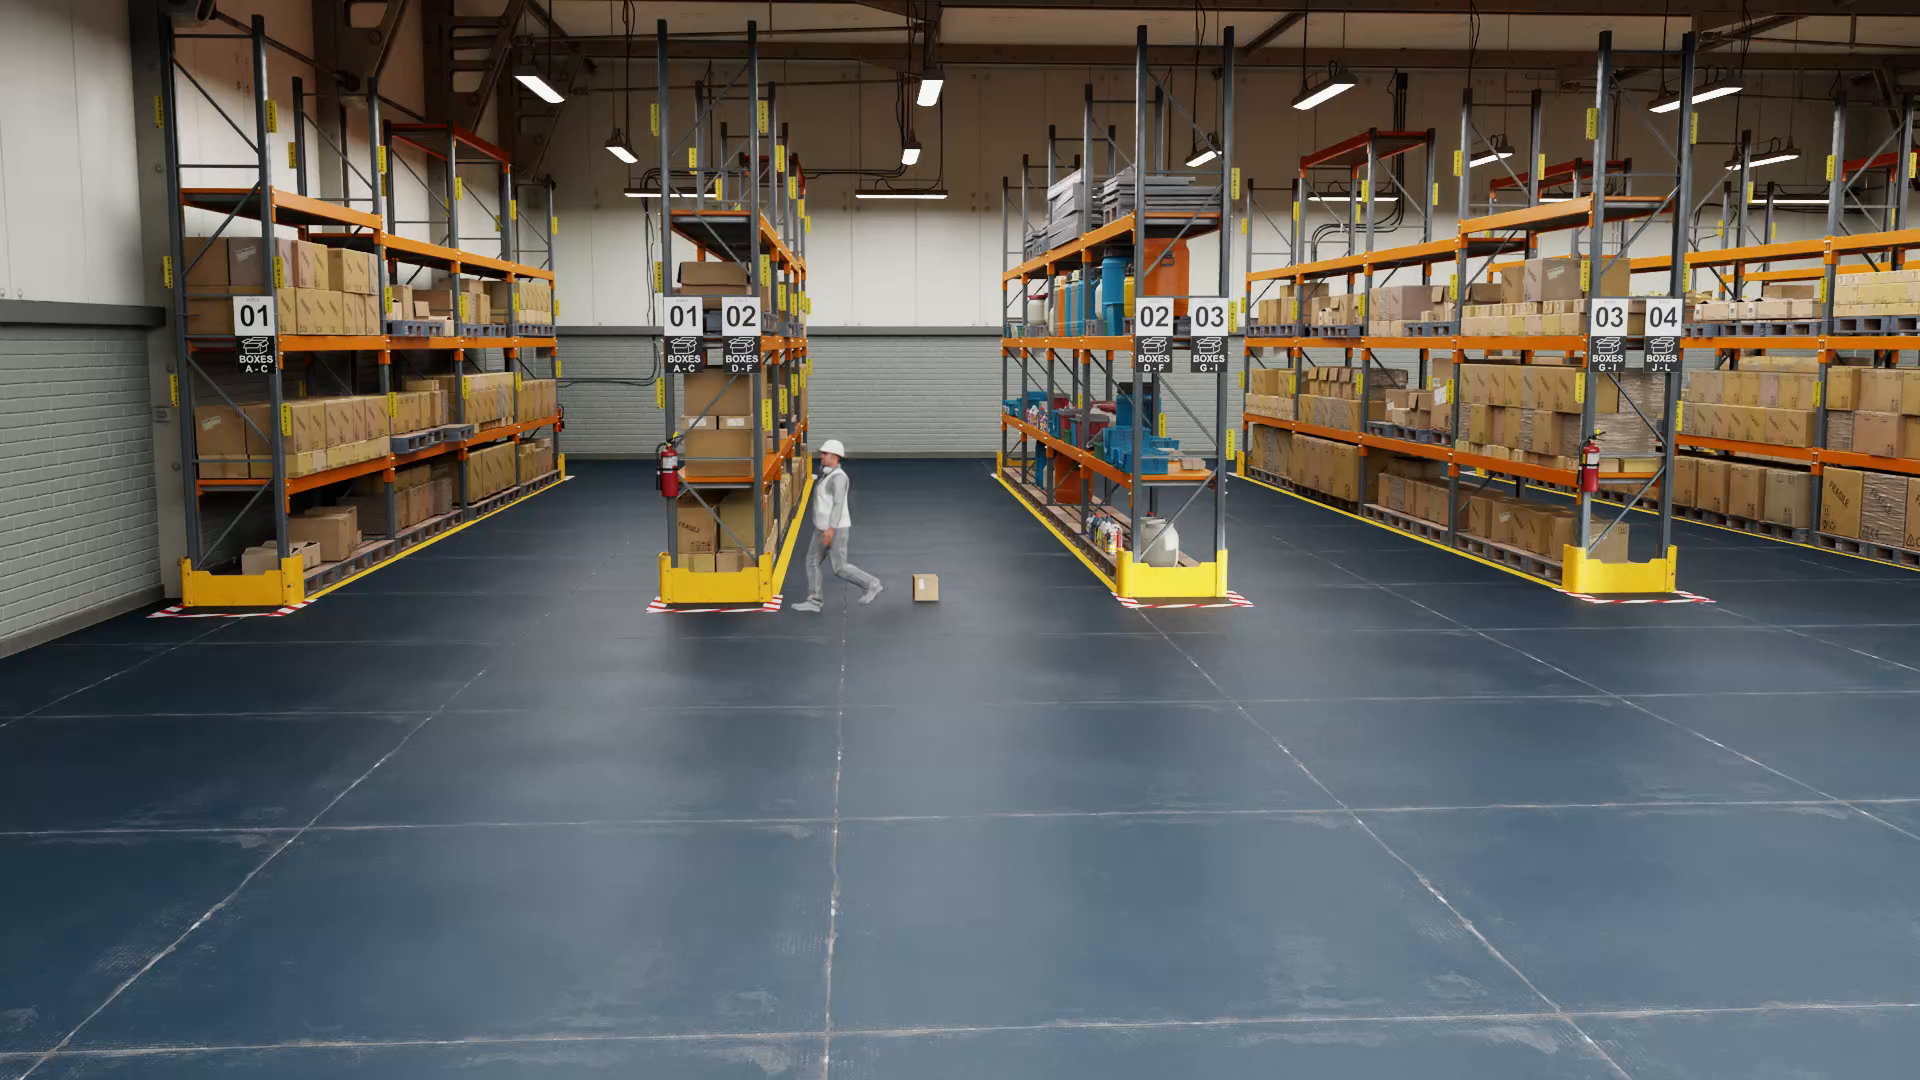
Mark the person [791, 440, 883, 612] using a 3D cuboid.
[{"bbox_3d":[-1.250,-0.139,16.810,0.922,1.745,0.551,-2,7,-20],"label":"person"}]
